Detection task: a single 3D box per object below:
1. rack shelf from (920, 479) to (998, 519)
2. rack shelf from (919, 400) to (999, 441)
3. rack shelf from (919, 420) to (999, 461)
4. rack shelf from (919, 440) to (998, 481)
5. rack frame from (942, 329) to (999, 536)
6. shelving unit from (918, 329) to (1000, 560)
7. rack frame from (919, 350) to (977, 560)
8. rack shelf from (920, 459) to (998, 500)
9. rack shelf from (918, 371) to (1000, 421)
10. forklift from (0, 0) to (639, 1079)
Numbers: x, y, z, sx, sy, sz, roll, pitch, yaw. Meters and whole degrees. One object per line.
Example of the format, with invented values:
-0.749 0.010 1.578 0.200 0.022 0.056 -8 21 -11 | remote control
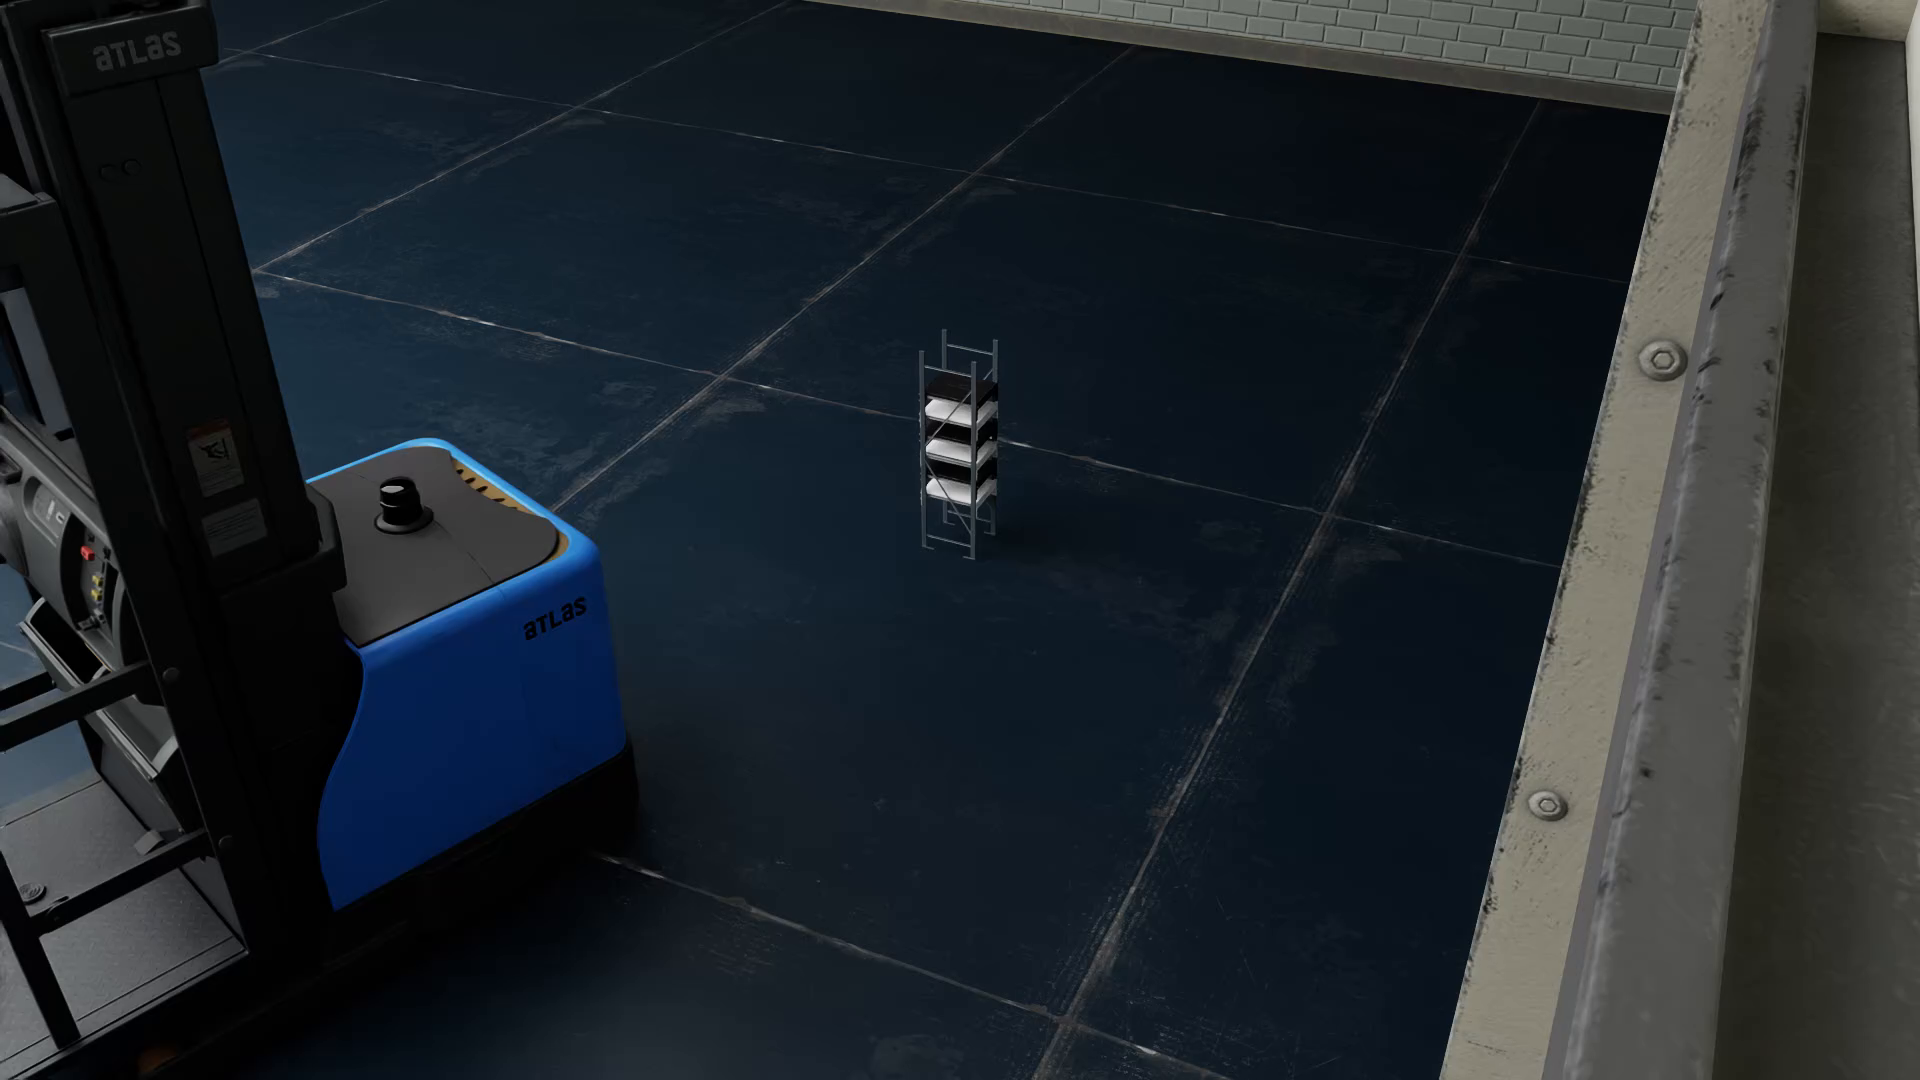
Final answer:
-0.003 -0.194 6.764 0.258 0.077 0.200 14 36 20 | rack shelf
-0.003 -0.495 6.566 0.258 0.077 0.200 14 36 20 | rack shelf
-0.003 -0.420 6.616 0.258 0.077 0.200 14 36 20 | rack shelf
-0.003 -0.344 6.665 0.258 0.077 0.200 14 36 20 | rack shelf
0.039 -0.423 6.724 0.240 0.900 0.006 14 36 20 | rack frame
-0.003 -0.372 6.647 0.258 0.900 0.210 14 36 20 | shelving unit
-0.046 -0.322 6.570 0.240 0.900 0.006 14 36 20 | rack frame
-0.003 -0.269 6.714 0.258 0.077 0.200 14 36 20 | rack shelf
-0.003 -0.570 6.517 0.258 0.077 0.200 14 36 20 | rack shelf
-2.457 0.067 4.124 3.031 2.935 1.130 -28 43 -36 | forklift
